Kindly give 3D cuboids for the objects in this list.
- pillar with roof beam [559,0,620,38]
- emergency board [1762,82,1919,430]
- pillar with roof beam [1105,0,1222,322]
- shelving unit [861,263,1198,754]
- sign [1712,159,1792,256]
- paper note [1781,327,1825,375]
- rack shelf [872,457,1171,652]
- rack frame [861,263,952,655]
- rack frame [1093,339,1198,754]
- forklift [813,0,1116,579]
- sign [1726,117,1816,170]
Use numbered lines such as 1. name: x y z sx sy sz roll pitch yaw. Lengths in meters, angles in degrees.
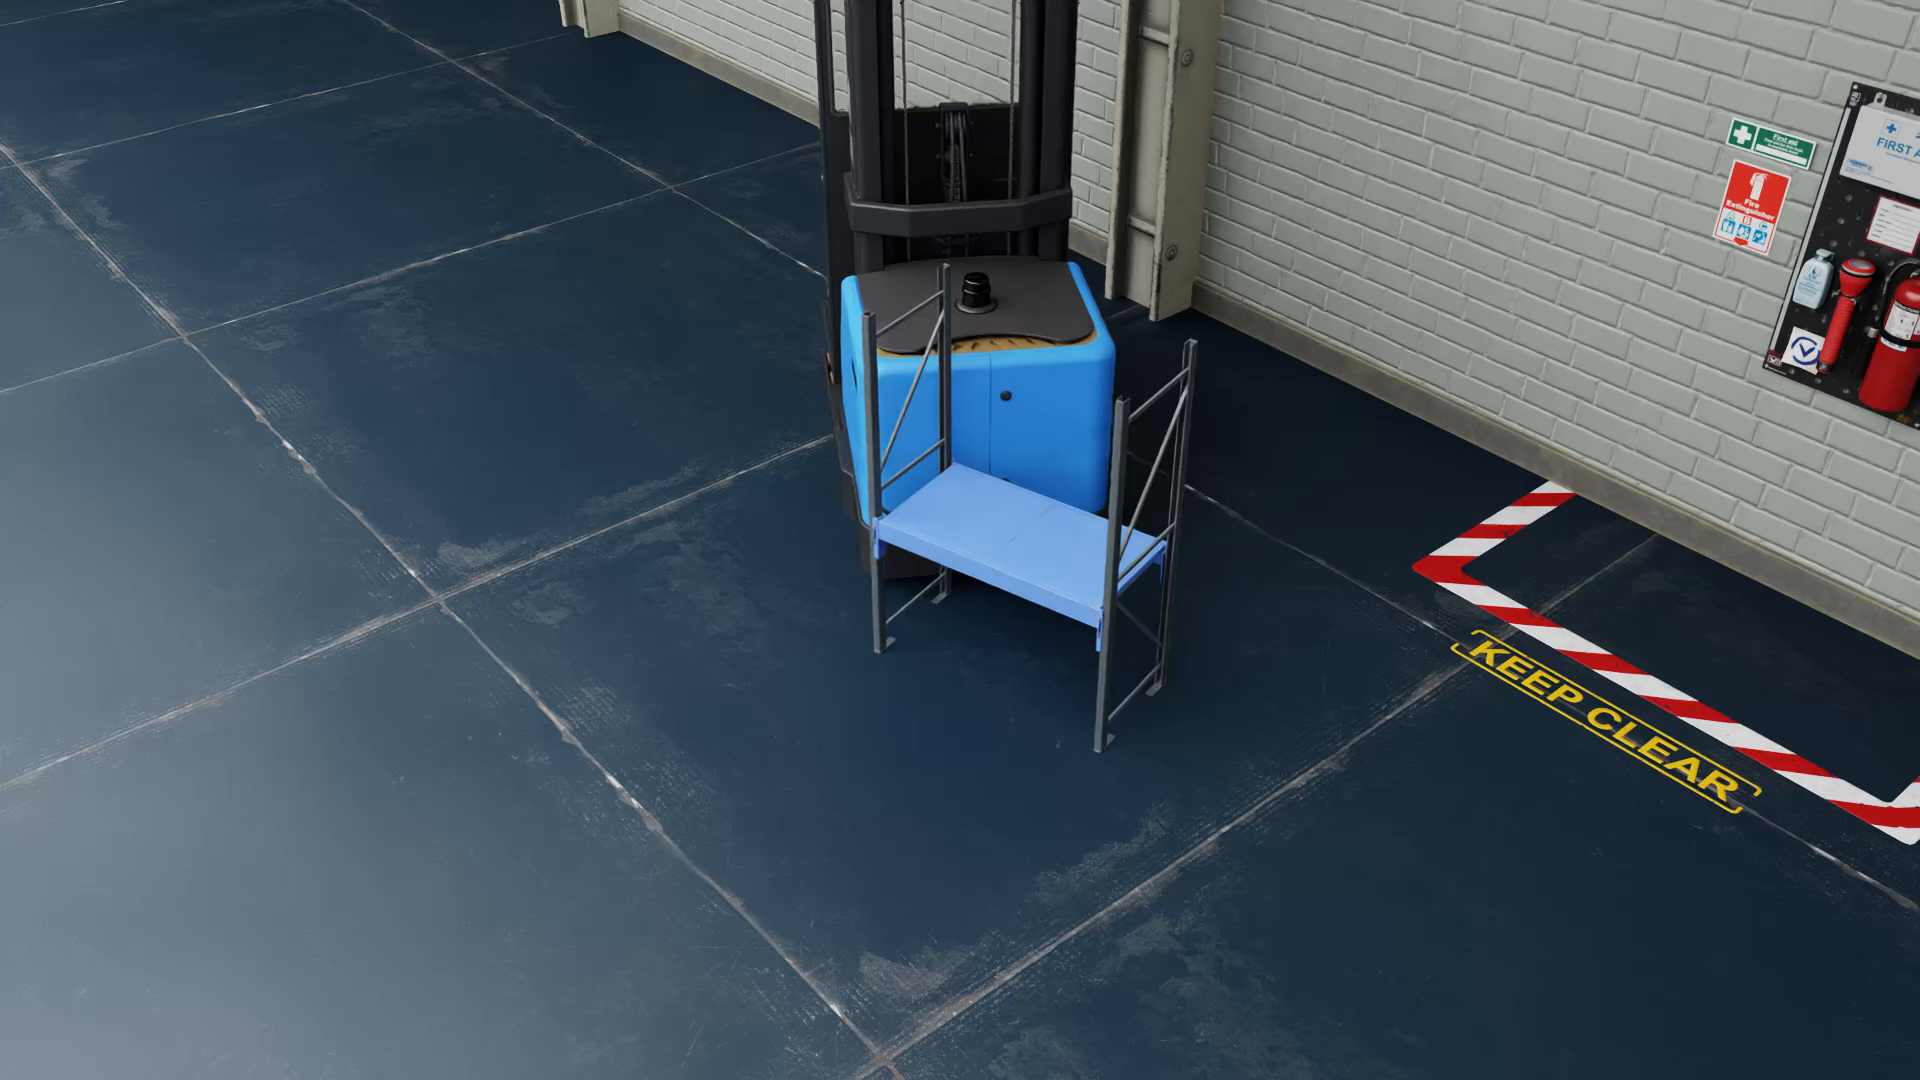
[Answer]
1. pillar with roof beam: -6.125 -6.026 7.973 9.100 9.000 0.400 -26 43 -32
2. emergency board: 3.342 -0.991 6.053 0.194 1.169 0.643 -26 43 -32
3. pillar with roof beam: -2.253 -3.377 4.232 9.100 9.000 0.400 -26 43 -32
4. shelving unit: 0.230 -0.112 6.111 1.048 1.500 0.538 22 41 28
5. sign: 3.064 -1.288 6.442 0.001 0.329 0.234 -26 43 -32
6. paper note: 3.281 -0.735 6.455 0.016 0.148 0.142 -26 43 -32
7. rack shelf: 0.230 0.034 6.215 1.000 0.185 0.538 22 41 28
8. rack frame: -0.187 -0.280 6.347 0.032 1.500 0.500 22 41 28
9. rack frame: 0.648 0.055 5.875 0.032 1.500 0.500 22 41 28
10. forklift: -0.093 -1.875 7.362 1.130 2.935 3.031 -5 36 -7
11. sign: 3.060 -1.499 6.281 0.001 0.109 0.331 -26 43 -32
